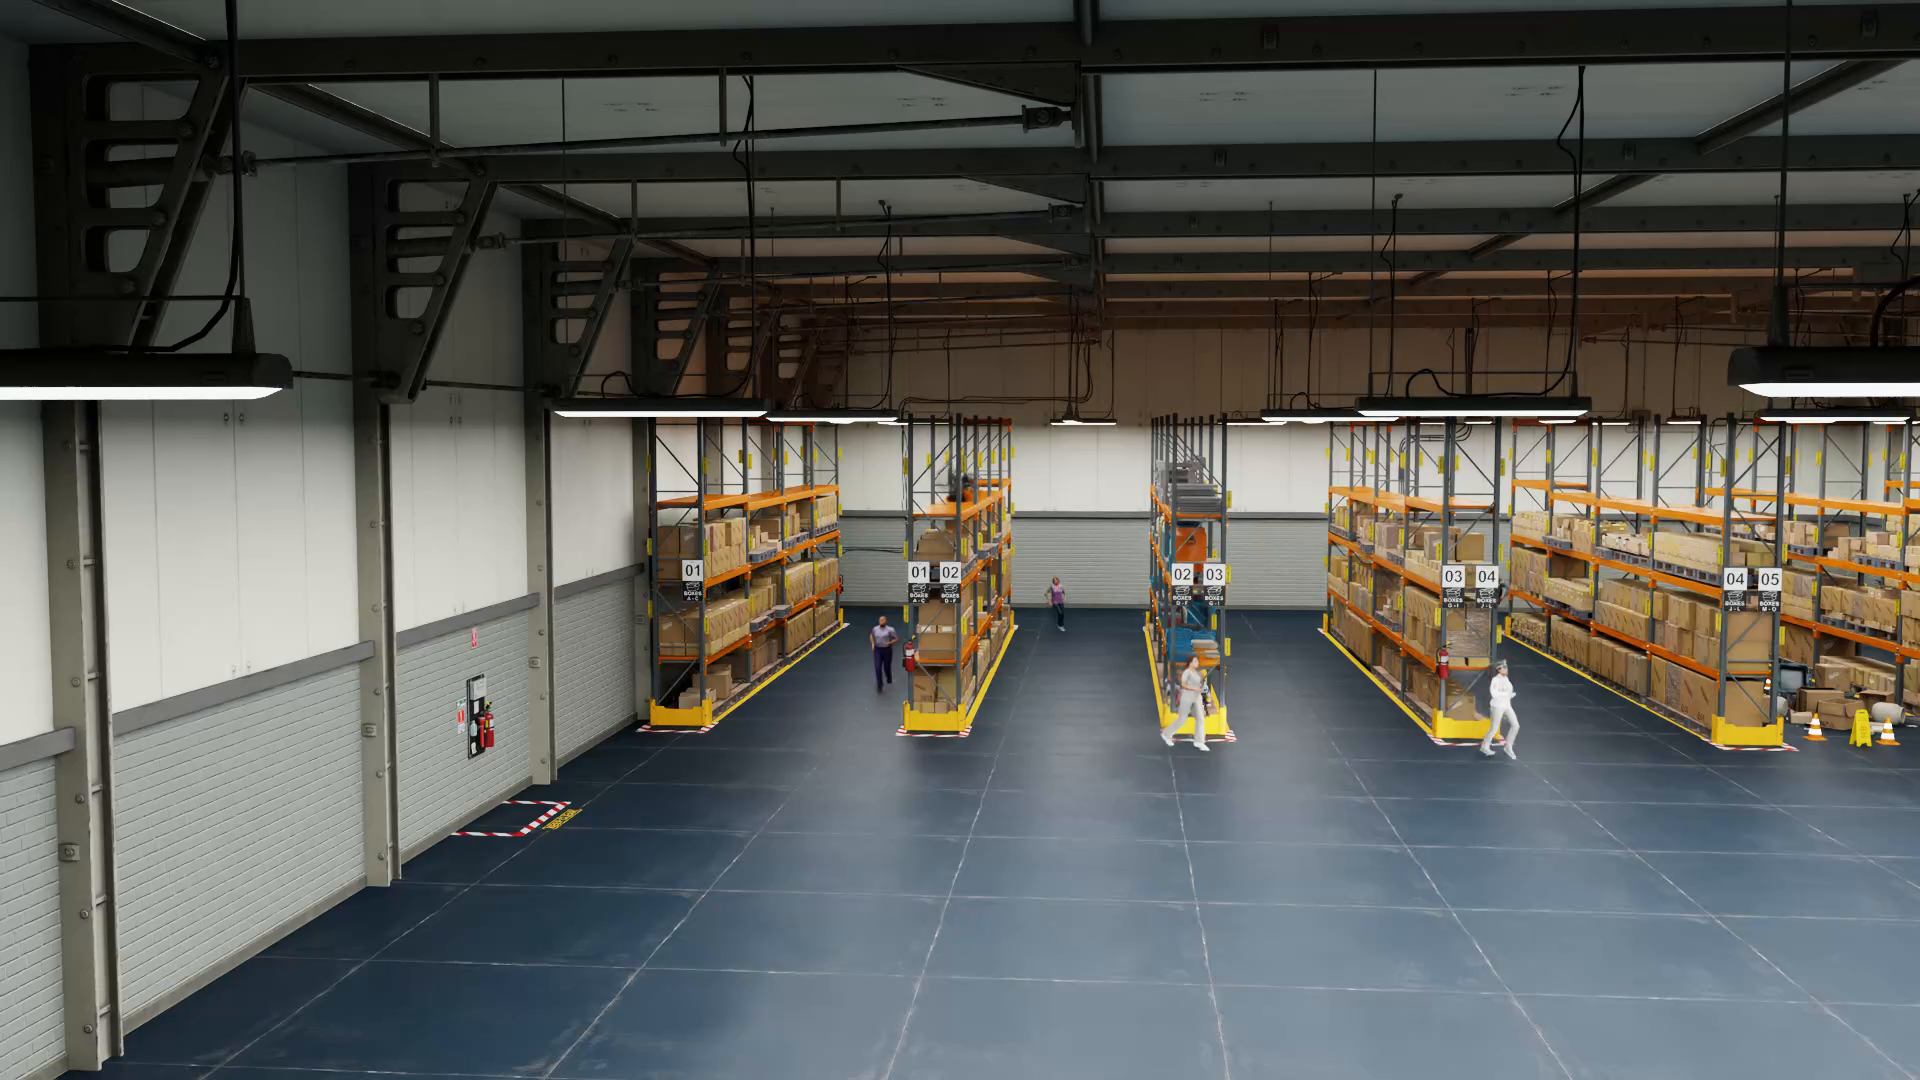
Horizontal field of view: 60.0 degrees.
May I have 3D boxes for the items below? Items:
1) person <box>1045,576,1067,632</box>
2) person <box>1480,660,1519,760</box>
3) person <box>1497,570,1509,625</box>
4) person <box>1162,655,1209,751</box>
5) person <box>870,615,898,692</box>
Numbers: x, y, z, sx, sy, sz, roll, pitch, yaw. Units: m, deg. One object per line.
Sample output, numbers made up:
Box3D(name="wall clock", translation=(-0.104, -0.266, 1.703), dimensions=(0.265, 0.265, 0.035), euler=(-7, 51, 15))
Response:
Box3D(name="person", translation=(2.725, 1.799, 46.715), dimensions=(0.596, 1.564, 0.602), euler=(-1, 4, -20))
Box3D(name="person", translation=(9.391, 2.934, 28.808), dimensions=(0.614, 1.741, 0.700), euler=(-3, 5, -36))
Box3D(name="person", translation=(15.154, 1.711, 47.158), dimensions=(0.762, 1.746, 0.727), euler=(-2, 4, -25))
Box3D(name="person", translation=(4.108, 2.881, 29.726), dimensions=(0.927, 1.664, 0.597), euler=(3, 5, 37))
Box3D(name="person", translation=(-1.678, 2.451, 36.208), dimensions=(0.648, 1.625, 0.884), euler=(1, 4, 10))
